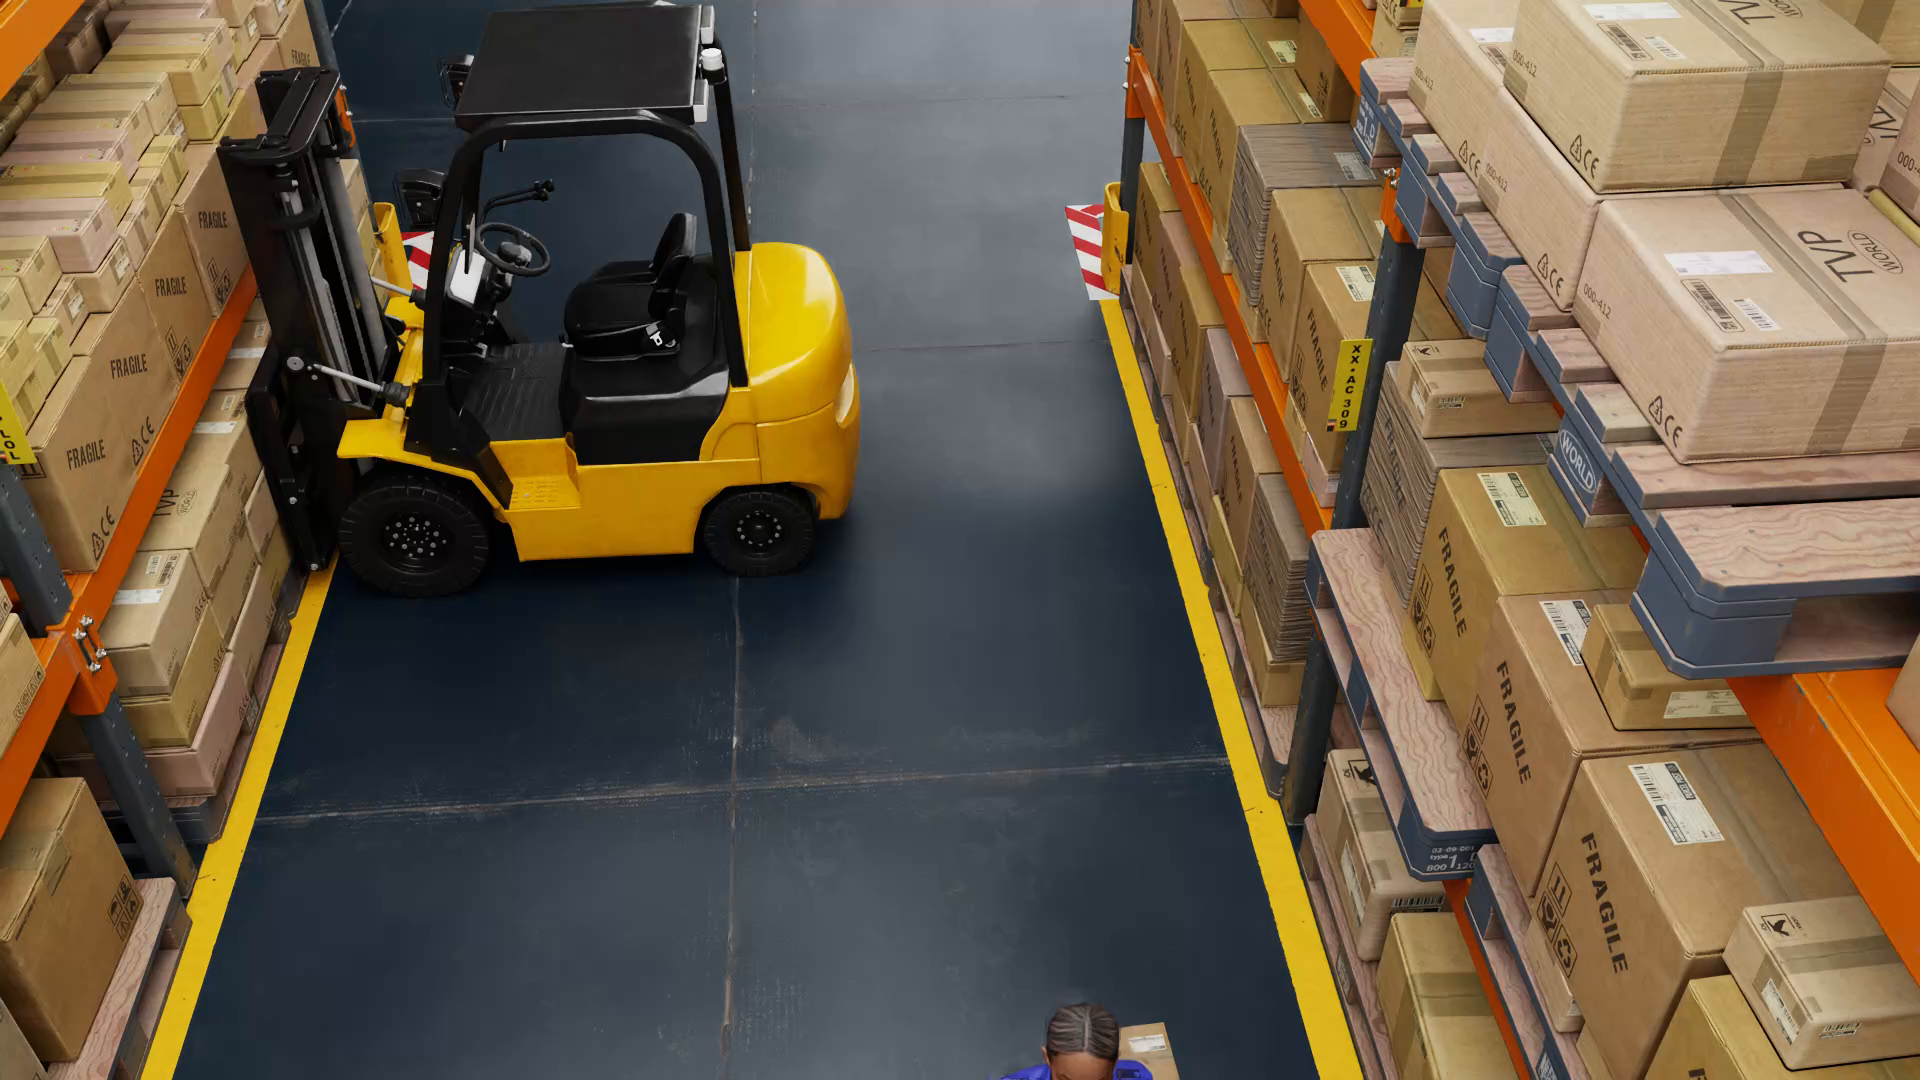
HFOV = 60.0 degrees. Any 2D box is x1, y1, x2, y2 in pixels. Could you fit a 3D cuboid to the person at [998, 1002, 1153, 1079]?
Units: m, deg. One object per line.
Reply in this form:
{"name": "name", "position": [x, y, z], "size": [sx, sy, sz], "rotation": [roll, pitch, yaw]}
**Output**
{"name": "person", "position": [0.249, 1.713, 4.061], "size": [0.475, 1.595, 0.989], "rotation": [-2, 39, -2]}
